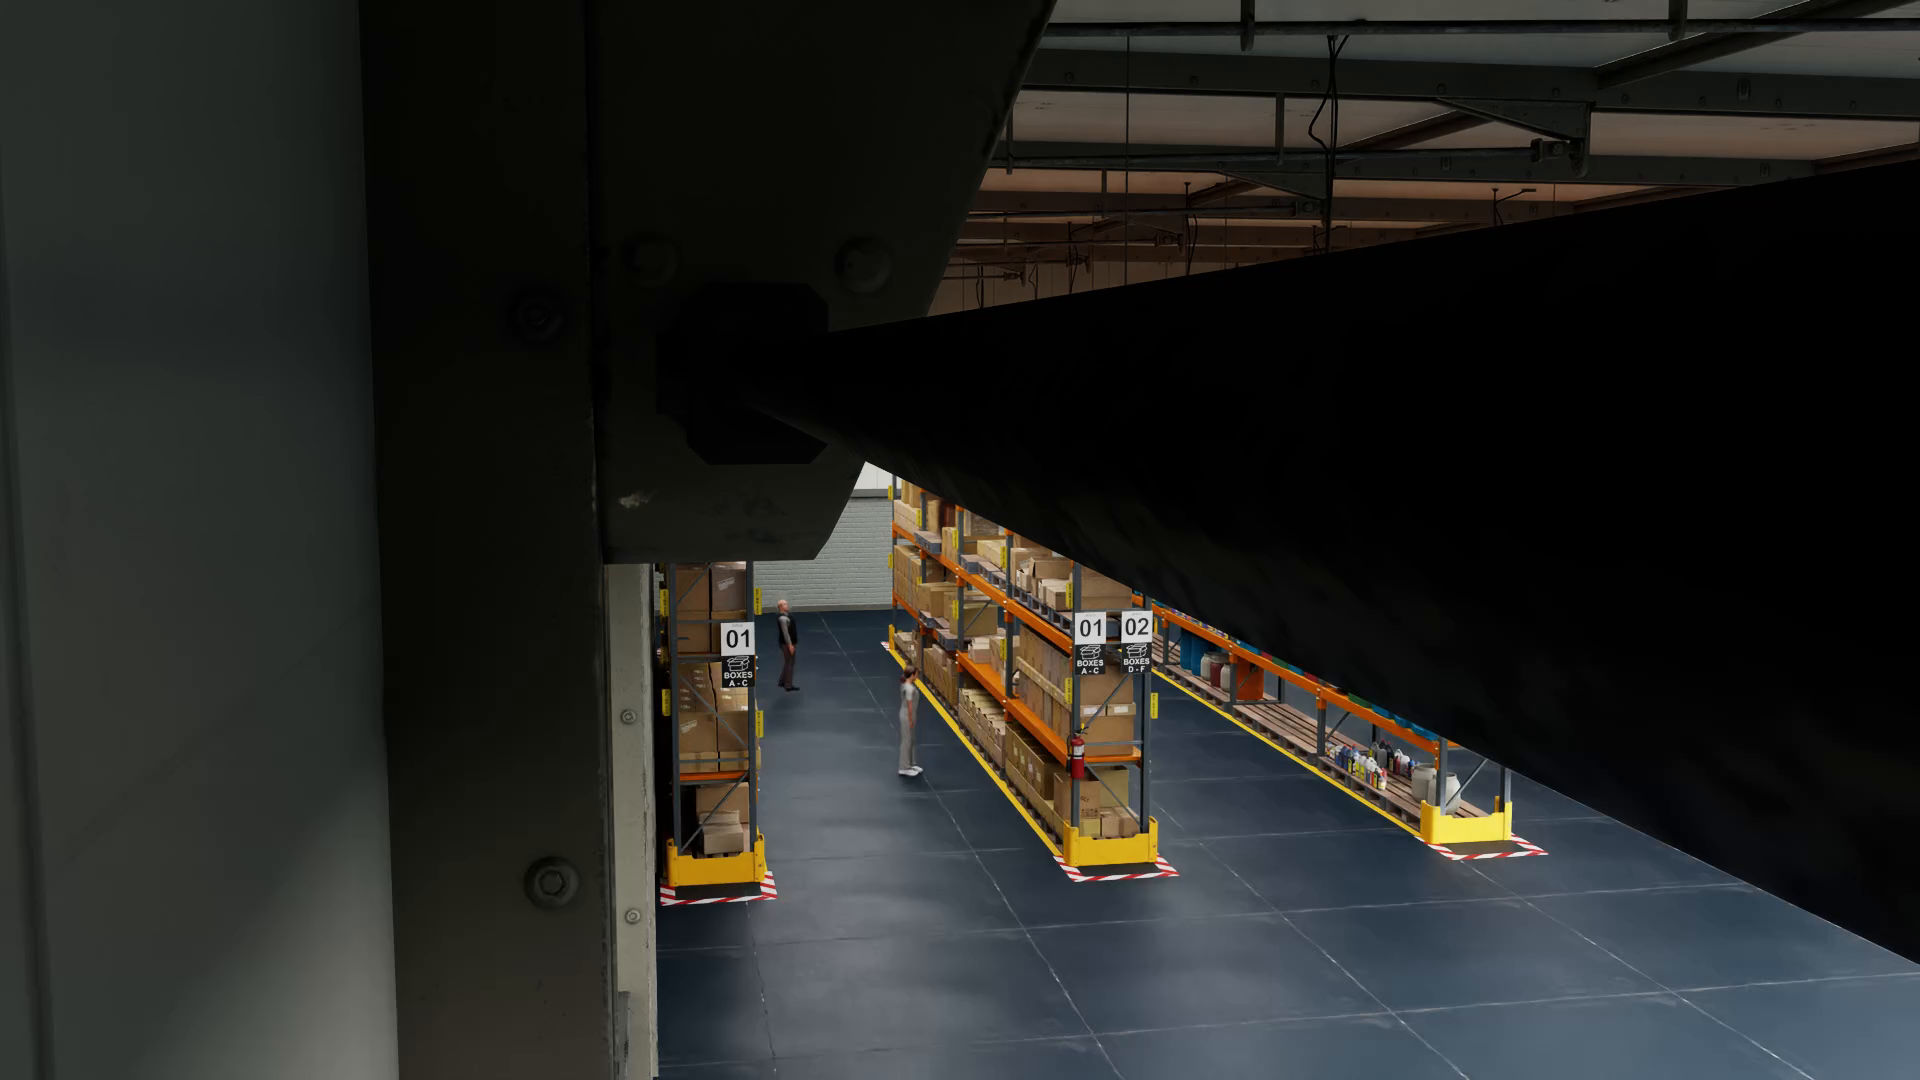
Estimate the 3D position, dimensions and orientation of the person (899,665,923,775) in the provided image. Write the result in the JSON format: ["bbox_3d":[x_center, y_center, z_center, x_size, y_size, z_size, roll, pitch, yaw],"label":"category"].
[{"bbox_3d":[-0.759,2.744,25.457,0.378,1.689,0.460,-1,6,-7],"label":"person"}]

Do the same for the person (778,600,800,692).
[{"bbox_3d":[-3.222,1.979,31.188,0.431,1.725,0.575,-2,7,-19],"label":"person"}]
